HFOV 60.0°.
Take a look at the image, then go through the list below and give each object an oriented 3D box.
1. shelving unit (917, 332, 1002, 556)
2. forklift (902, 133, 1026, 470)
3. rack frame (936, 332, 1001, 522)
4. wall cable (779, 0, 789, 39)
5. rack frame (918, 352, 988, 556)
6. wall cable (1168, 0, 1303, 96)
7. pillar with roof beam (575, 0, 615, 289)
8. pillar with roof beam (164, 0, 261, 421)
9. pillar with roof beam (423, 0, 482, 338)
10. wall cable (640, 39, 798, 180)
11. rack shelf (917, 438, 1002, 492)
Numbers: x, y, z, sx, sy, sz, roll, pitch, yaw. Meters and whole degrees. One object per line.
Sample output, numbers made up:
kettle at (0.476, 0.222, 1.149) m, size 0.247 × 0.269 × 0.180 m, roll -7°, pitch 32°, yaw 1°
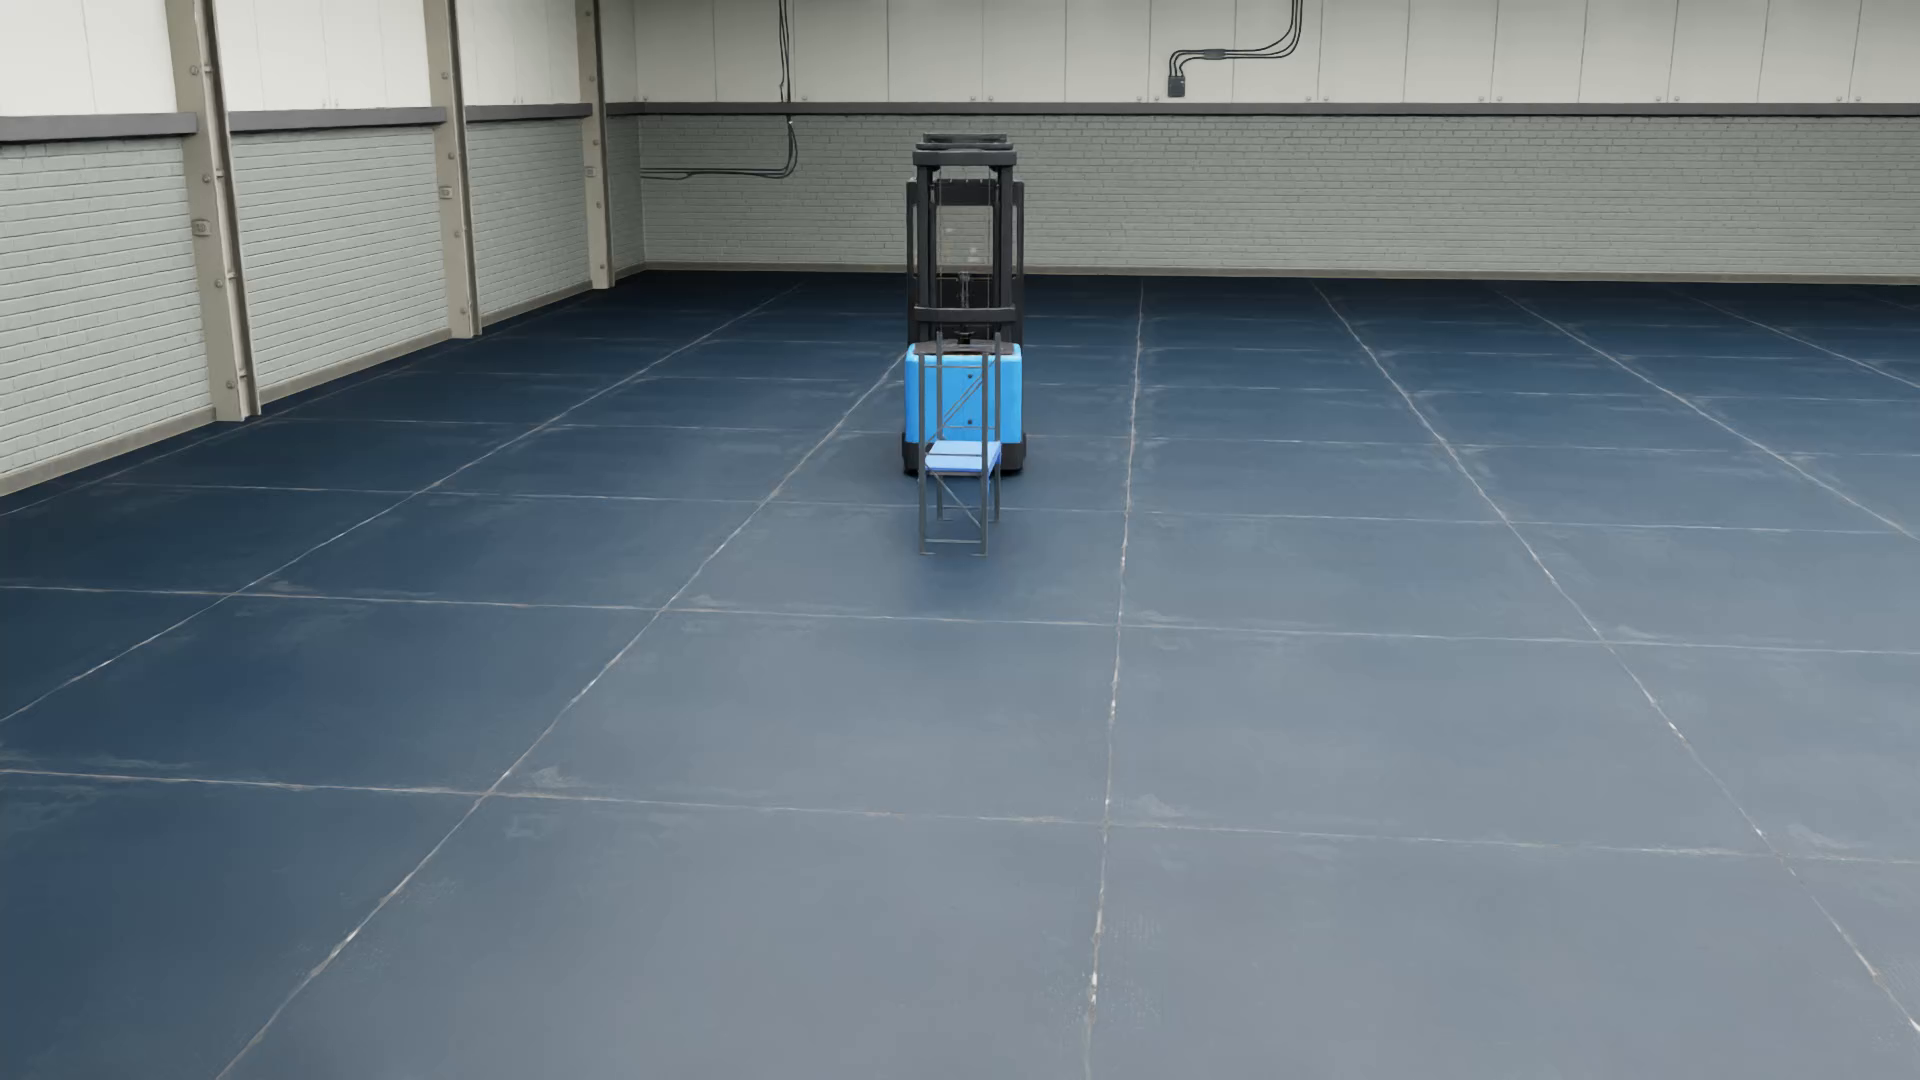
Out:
shelving unit at (0.010, -0.746, 12.548) m, size 0.538 × 1.500 × 1.048 m, roll 2°, pitch 15°, yaw 6°
forklift at (0.051, -2.362, 15.784) m, size 1.130 × 2.935 × 3.031 m, roll 0°, pitch 15°, yaw 1°
rack frame at (0.067, -0.878, 13.036) m, size 0.500 × 1.500 × 0.032 m, roll 2°, pitch 15°, yaw 6°
wall cable at (-1.872, -10.324, 29.877) m, size 3.097 × 2.526 × 0.112 m, roll 2°, pitch 15°, yaw 6°
rack frame at (-0.048, -0.614, 12.061) m, size 0.500 × 1.500 × 0.032 m, roll 2°, pitch 15°, yaw 6°
wall cable at (4.871, -10.823, 28.932) m, size 2.305 × 6.003 × 0.169 m, roll 2°, pitch 15°, yaw 6°
pillar with roof beam at (-1.928, -8.613, 27.275) m, size 9.100 × 9.000 × 0.400 m, roll 2°, pitch 15°, yaw 6°
pillar with roof beam at (-3.282, -5.501, 15.765) m, size 9.100 × 9.000 × 0.400 m, roll 2°, pitch 15°, yaw 6°
pillar with roof beam at (-2.605, -7.057, 21.520) m, size 9.100 × 9.000 × 0.400 m, roll 2°, pitch 15°, yaw 6°
wall cable at (-4.560, -7.966, 30.831) m, size 3.097 × 2.526 × 0.112 m, roll 2°, pitch 15°, yaw 6°
rack shelf at (0.010, -0.572, 12.595) m, size 0.538 × 0.185 × 1.000 m, roll 2°, pitch 15°, yaw 6°
